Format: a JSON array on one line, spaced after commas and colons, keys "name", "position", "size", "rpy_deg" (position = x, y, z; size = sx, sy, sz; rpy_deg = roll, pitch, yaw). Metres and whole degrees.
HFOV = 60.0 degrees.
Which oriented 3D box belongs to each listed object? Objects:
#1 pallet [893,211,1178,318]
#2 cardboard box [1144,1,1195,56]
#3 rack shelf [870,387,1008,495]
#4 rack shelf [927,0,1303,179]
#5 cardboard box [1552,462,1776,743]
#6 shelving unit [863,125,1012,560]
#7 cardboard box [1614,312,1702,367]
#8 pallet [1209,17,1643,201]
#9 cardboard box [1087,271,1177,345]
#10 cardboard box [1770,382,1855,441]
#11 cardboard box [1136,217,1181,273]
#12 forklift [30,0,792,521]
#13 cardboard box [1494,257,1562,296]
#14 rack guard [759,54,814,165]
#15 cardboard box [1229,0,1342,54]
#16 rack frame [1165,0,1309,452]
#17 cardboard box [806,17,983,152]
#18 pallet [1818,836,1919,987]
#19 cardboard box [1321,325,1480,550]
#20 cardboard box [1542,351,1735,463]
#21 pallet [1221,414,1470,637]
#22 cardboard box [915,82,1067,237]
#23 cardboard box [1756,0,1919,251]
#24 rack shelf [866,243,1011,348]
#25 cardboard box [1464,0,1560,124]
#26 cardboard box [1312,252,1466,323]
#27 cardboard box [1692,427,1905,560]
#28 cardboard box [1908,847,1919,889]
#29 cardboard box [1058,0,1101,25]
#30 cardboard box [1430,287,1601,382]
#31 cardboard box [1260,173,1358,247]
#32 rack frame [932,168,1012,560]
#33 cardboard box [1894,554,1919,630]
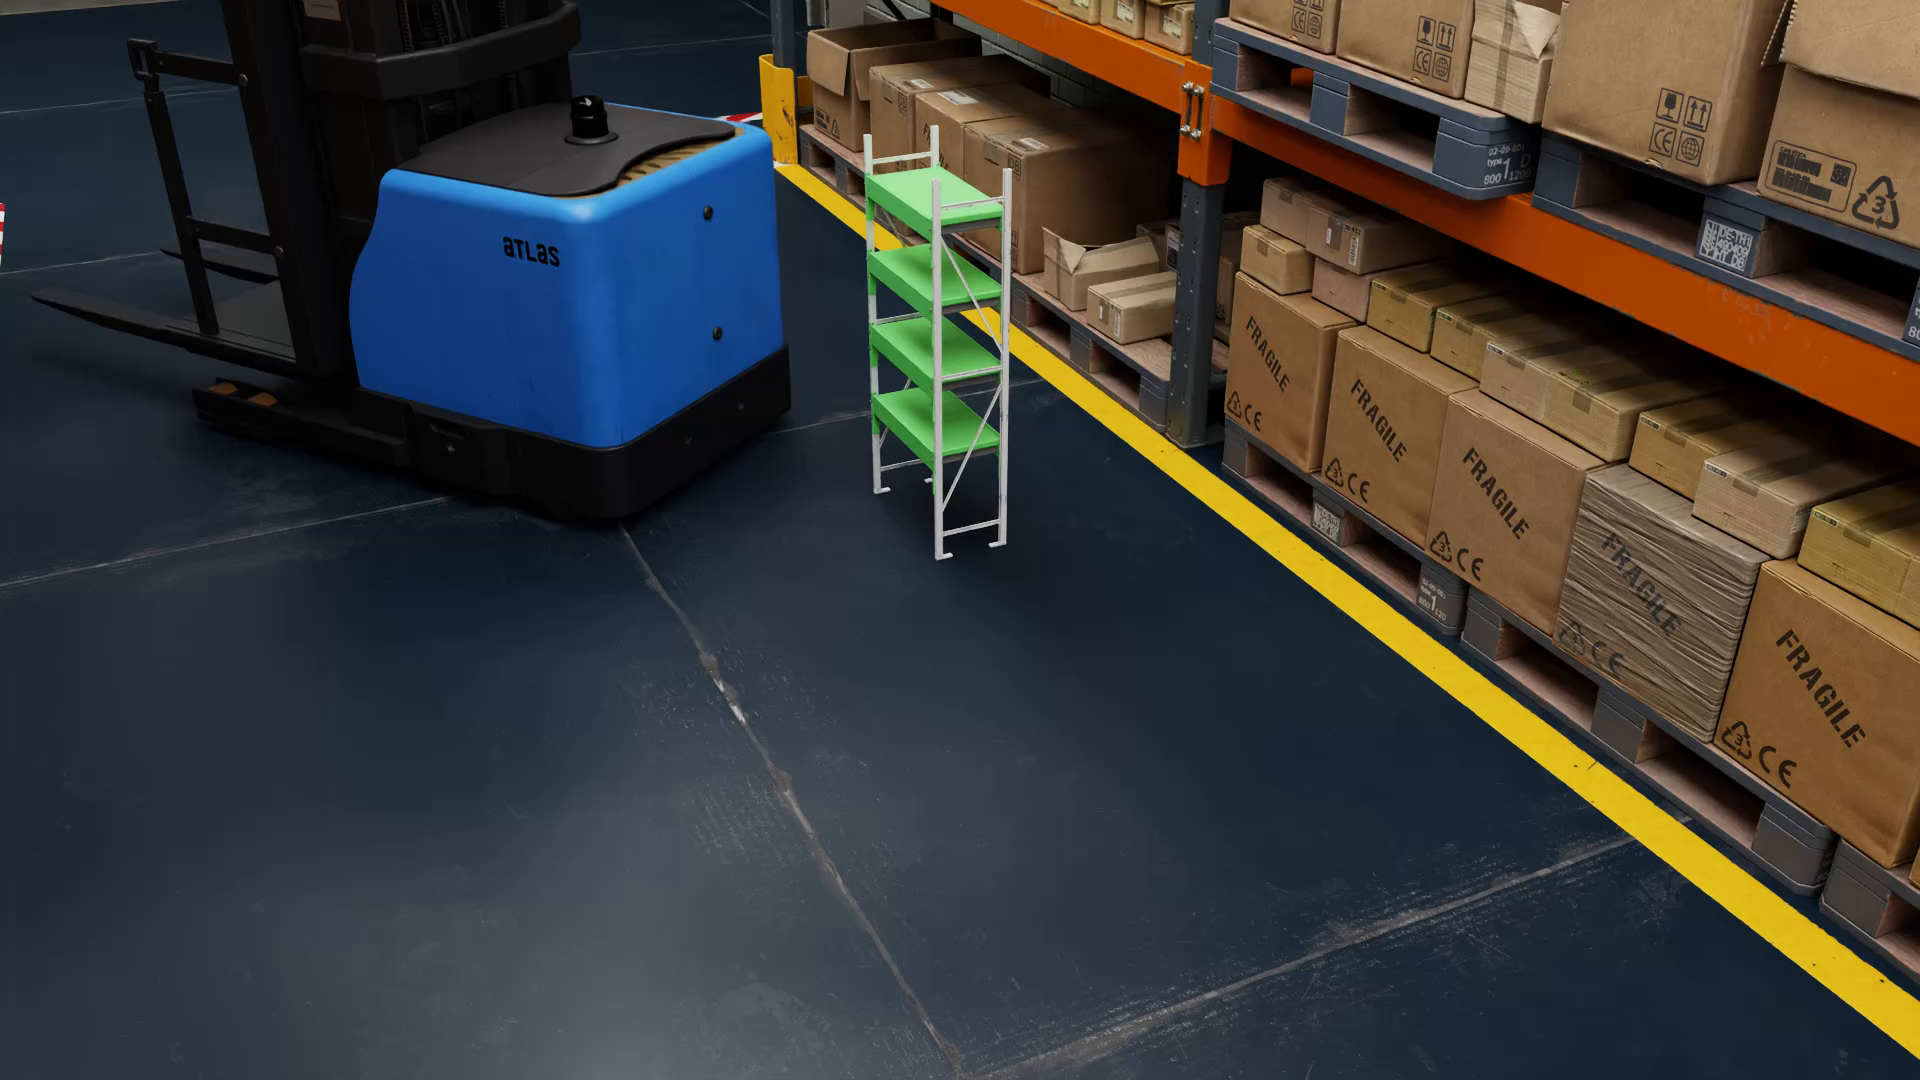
[{"name": "pallet", "position": [0.383, -1.374, 7.485], "size": [1.003, 0.211, 1.213], "rpy_deg": [-13, 32, -22]}, {"name": "cardboard box", "position": [0.840, -1.726, 5.517], "size": [0.380, 0.149, 0.250], "rpy_deg": [-13, 32, -21]}, {"name": "rack shelf", "position": [-0.071, -0.331, 5.236], "size": [0.258, 0.148, 0.480], "rpy_deg": [-13, 32, -22]}, {"name": "rack shelf", "position": [0.346, -2.317, 7.051], "size": [1.077, 0.370, 4.000], "rpy_deg": [-13, 32, -22]}, {"name": "cardboard box", "position": [1.874, 0.106, 4.121], "size": [0.500, 0.500, 0.500], "rpy_deg": [-14, 32, -24]}, {"name": "shelving unit", "position": [-0.071, -0.596, 5.087], "size": [0.258, 1.200, 0.503], "rpy_deg": [-13, 32, -22]}, {"name": "cardboard box", "position": [2.056, -0.560, 4.645], "size": [0.380, 0.149, 0.250], "rpy_deg": [-12, 32, -21]}, {"name": "pallet", "position": [1.449, -1.288, 4.676], "size": [1.003, 0.211, 1.213], "rpy_deg": [-13, 32, -22]}, {"name": "cardboard box", "position": [0.700, -0.871, 6.223], "size": [0.380, 0.149, 0.250], "rpy_deg": [-14, 32, -23]}, {"name": "cardboard box", "position": [2.298, -0.340, 4.253], "size": [0.380, 0.149, 0.250], "rpy_deg": [-14, 32, -24]}, {"name": "cardboard box", "position": [0.948, -1.220, 6.844], "size": [0.380, 0.149, 0.250], "rpy_deg": [-14, 32, -23]}, {"name": "forklift", "position": [-2.149, -1.839, 5.533], "size": [3.031, 2.935, 1.130], "rpy_deg": [15, 32, 24]}, {"name": "cardboard box", "position": [1.853, -0.800, 5.074], "size": [0.380, 0.149, 0.250], "rpy_deg": [-13, 32, -21]}, {"name": "rack guard", "position": [-0.480, -2.390, 9.002], "size": [1.175, 0.500, 0.348], "rpy_deg": [-13, 32, -22]}, {"name": "cardboard box", "position": [1.210, -1.713, 4.707], "size": [0.700, 0.500, 0.500], "rpy_deg": [-12, 32, -21]}, {"name": "rack frame", "position": [1.205, -1.747, 5.299], "size": [1.000, 3.000, 0.127], "rpy_deg": [-13, 32, -22]}, {"name": "cardboard box", "position": [-0.336, -2.318, 8.441], "size": [0.797, 0.503, 0.637], "rpy_deg": [-14, 32, -24]}, {"name": "pallet", "position": [2.635, 0.898, 3.432], "size": [1.003, 0.211, 1.213], "rpy_deg": [-13, 32, -22]}, {"name": "cardboard box", "position": [1.446, -0.346, 4.927], "size": [0.500, 0.500, 0.500], "rpy_deg": [-14, 32, -23]}, {"name": "cardboard box", "position": [1.735, -0.345, 4.262], "size": [0.380, 0.149, 0.250], "rpy_deg": [-12, 31, -20]}, {"name": "pallet", "position": [1.588, -0.180, 5.355], "size": [1.003, 0.211, 1.213], "rpy_deg": [-13, 32, -22]}, {"name": "cardboard box", "position": [0.133, -1.677, 7.300], "size": [0.500, 0.500, 0.500], "rpy_deg": [-12, 32, -21]}, {"name": "cardboard box", "position": [2.054, -0.891, 3.237], "size": [0.797, 0.503, 0.637], "rpy_deg": [-14, 32, -23]}, {"name": "rack shelf", "position": [-0.071, -0.750, 5.001], "size": [0.258, 0.148, 0.480], "rpy_deg": [-13, 32, -22]}, {"name": "cardboard box", "position": [1.454, -1.178, 3.991], "size": [0.396, 0.266, 0.258], "rpy_deg": [-12, 31, -20]}, {"name": "cardboard box", "position": [1.307, -0.803, 5.078], "size": [0.380, 0.149, 0.250], "rpy_deg": [-14, 32, -23]}, {"name": "cardboard box", "position": [1.937, -0.113, 3.847], "size": [0.380, 0.149, 0.250], "rpy_deg": [-15, 32, -24]}, {"name": "cardboard box", "position": [2.341, 0.562, 3.308], "size": [0.500, 0.500, 0.500], "rpy_deg": [-14, 32, -23]}, {"name": "cardboard box", "position": [0.575, -1.946, 5.910], "size": [0.380, 0.149, 0.250], "rpy_deg": [-12, 32, -21]}, {"name": "cardboard box", "position": [1.557, -0.573, 4.669], "size": [0.380, 0.149, 0.250], "rpy_deg": [-14, 32, -23]}, {"name": "cardboard box", "position": [1.173, -1.051, 5.217], "size": [0.380, 0.149, 0.250], "rpy_deg": [-14, 32, -23]}, {"name": "rack frame", "position": [0.034, -0.489, 4.895], "size": [0.240, 1.200, 0.015], "rpy_deg": [-13, 32, -22]}, {"name": "cardboard box", "position": [2.190, 0.113, 3.445], "size": [0.380, 0.149, 0.250], "rpy_deg": [-12, 31, -21]}]
